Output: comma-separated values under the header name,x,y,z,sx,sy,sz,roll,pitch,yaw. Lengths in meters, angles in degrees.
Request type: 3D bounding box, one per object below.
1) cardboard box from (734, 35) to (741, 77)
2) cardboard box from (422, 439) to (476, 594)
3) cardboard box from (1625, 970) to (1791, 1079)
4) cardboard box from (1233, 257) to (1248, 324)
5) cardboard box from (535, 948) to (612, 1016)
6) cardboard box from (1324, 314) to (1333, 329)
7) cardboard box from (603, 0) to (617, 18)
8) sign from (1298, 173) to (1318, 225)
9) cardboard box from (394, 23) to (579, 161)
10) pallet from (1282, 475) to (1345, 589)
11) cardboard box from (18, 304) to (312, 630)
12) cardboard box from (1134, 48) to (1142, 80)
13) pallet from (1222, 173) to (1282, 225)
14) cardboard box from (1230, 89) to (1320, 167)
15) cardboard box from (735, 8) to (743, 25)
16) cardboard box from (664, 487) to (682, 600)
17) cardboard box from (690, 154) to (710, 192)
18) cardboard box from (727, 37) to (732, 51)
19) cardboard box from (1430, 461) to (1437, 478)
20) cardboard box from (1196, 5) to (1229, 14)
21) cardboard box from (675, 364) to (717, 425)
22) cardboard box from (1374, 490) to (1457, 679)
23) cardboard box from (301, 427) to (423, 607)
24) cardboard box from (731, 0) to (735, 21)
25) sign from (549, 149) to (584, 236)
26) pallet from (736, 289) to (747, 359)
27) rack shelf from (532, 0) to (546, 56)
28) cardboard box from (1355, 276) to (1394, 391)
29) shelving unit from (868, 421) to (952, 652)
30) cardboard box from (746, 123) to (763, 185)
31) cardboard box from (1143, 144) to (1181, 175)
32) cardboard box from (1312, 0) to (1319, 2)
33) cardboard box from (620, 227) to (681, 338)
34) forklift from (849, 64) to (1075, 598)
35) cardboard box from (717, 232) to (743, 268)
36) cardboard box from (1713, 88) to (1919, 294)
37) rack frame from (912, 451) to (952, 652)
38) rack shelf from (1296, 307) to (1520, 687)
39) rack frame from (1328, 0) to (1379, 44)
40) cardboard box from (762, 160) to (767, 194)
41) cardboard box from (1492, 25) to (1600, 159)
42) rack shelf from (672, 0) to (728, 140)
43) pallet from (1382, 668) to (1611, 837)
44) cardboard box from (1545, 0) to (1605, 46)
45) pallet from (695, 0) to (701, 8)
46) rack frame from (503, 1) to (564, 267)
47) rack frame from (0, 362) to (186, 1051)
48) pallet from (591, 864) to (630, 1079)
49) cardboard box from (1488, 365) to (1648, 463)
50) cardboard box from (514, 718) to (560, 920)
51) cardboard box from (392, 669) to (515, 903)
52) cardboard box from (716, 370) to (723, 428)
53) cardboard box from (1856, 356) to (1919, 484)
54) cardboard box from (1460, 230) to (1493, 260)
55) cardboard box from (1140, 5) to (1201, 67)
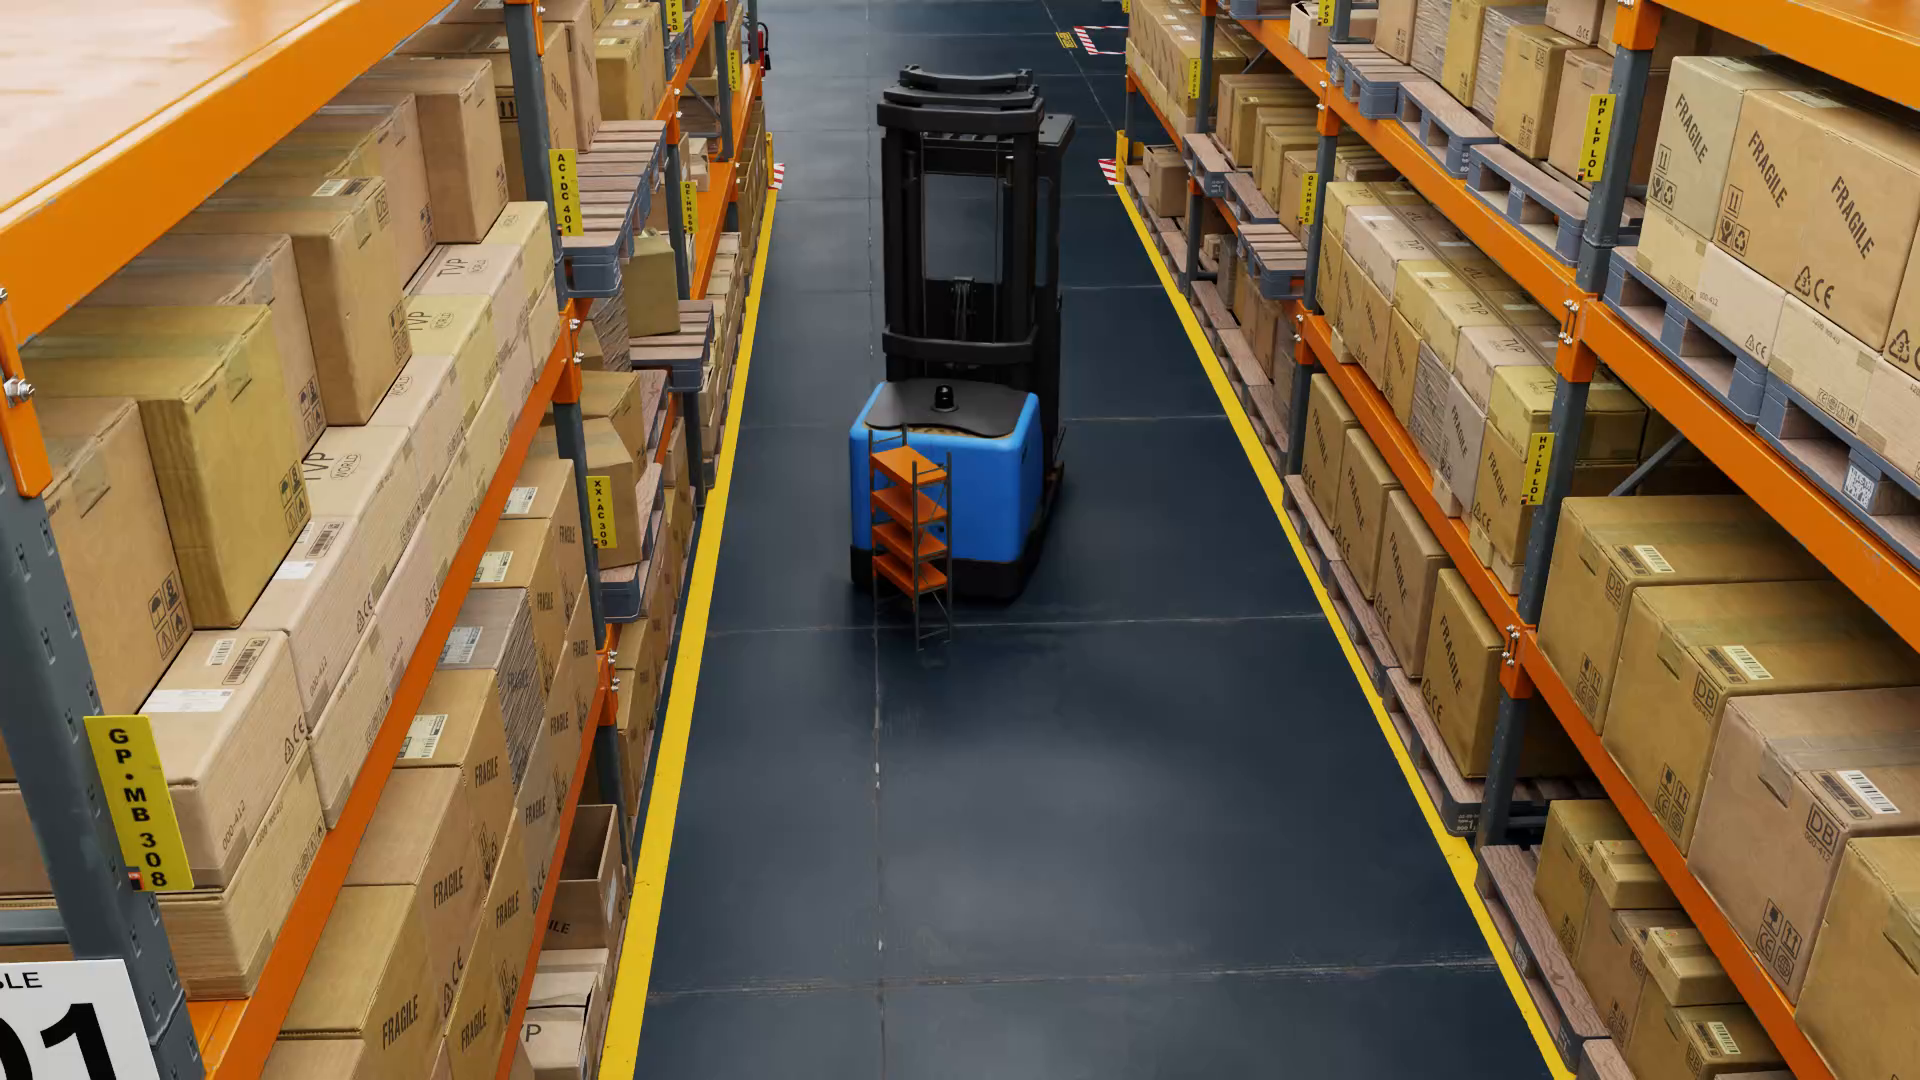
name,x,y,z,sx,sy,sz,roll,pitch,yaw
cardboard box,-2.589,-4.839,16.676,0.700,0.500,0.500,-1,28,-1
cardboard box,-1.643,-0.063,4.546,0.500,0.250,0.500,-1,28,-3
cardboard box,2.925,1.907,6.099,0.700,0.500,0.500,-1,28,-1
cardboard box,2.655,-2.037,13.638,0.700,0.500,0.500,-2,28,-4
cardboard box,-1.613,1.786,6.689,0.380,0.149,0.250,-1,28,-3
cardboard box,2.518,-1.419,10.478,0.380,0.149,0.250,-2,28,-3
cardboard box,-2.198,-3.174,9.159,0.500,0.500,0.500,-1,28,-3
sign,2.190,-2.140,10.444,0.100,0.325,0.005,-1,28,-3
cardboard box,-2.016,-1.858,7.155,0.600,0.600,0.600,-2,28,-3
pallet,2.698,-0.077,10.670,1.003,0.211,1.213,-1,28,-3
cardboard box,-1.782,-0.151,3.363,0.700,0.500,0.500,-1,28,-3
cardboard box,2.064,-4.844,16.934,0.500,0.250,0.500,-2,28,-4
pallet,2.588,-2.508,12.522,1.003,0.211,1.213,-1,28,-3
cardboard box,2.538,-3.272,13.196,0.700,0.500,0.500,1,28,3
cardboard box,-2.407,-5.292,16.843,0.380,0.149,0.250,-1,28,-1
cardboard box,-1.905,0.020,9.695,0.500,0.500,0.500,-2,28,-5
cardboard box,-2.194,-2.944,13.297,0.396,0.266,0.258,-2,28,-4
cardboard box,-2.329,-4.581,15.481,0.380,0.149,0.250,-2,28,-3
cardboard box,2.616,-0.351,8.429,0.380,0.149,0.250,-1,28,-3
cardboard box,2.599,-4.965,16.355,0.500,0.500,0.500,-2,28,-4
cardboard box,-1.949,-1.023,11.380,0.500,0.311,0.500,0,28,-1
cardboard box,2.728,0.227,8.941,0.750,0.750,0.750,-1,28,-1
cardboard box,-1.616,-0.054,3.988,0.500,0.250,0.500,-1,28,-3
cardboard box,-2.585,-5.389,16.328,0.700,0.500,0.500,-2,28,-4
sign,-1.464,-1.287,6.171,0.100,0.325,0.005,-1,28,-3
pallet,-2.346,-1.830,14.030,1.003,0.211,1.213,-1,28,-3
rack shelf,-2.110,-2.798,7.594,1.077,0.370,4.000,-1,28,-3
cardboard box,2.545,-1.163,9.284,0.500,0.500,0.500,-2,28,-3
shelving unit,-0.281,-0.016,9.484,0.258,1.200,0.503,-16,32,-28
cardboard box,-2.240,-3.850,16.597,0.500,0.500,0.500,-1,28,-3
cardboard box,2.260,-4.055,17.713,0.500,0.311,0.500,-4,28,-8
cardboard box,2.757,-3.665,11.156,0.797,0.503,0.637,2,28,5
cardboard box,-2.069,-1.501,9.821,0.700,0.500,0.500,-11,29,-20
forklift,0.112,-1.613,10.673,1.130,2.935,3.031,5,28,9
cardboard box,-2.116,-2.441,14.099,0.500,0.311,0.500,-1,28,-3
cardboard box,2.731,-1.086,5.133,0.500,0.500,0.500,-2,28,-4
rack frame,-0.153,0.080,9.300,0.240,1.200,0.015,-16,32,-28
rack shelf,2.836,-0.437,9.122,1.077,0.370,4.000,-1,28,-3
rack frame,2.732,-4.339,9.339,1.000,3.000,0.127,-1,28,-3
cardboard box,-2.271,-3.749,17.213,0.500,0.250,0.500,-1,28,-3
cardboard box,2.911,-2.066,7.640,0.700,0.500,0.500,-2,28,-4
rack shelf,-2.319,-3.493,11.737,1.077,0.370,4.000,-1,28,-3
pallet,2.825,1.050,8.509,1.003,0.211,1.213,-1,28,-3
cardboard box,2.982,-2.398,7.466,0.500,0.250,0.500,-2,28,-4
pallet,-2.365,-4.244,12.606,0.805,0.209,1.217,-2,28,-5
rack frame,-2.006,-2.371,5.565,1.000,3.000,0.127,-1,28,-3
rack frame,-1.797,-0.524,2.023,1.000,3.000,0.127,-1,28,-3
pallet,-1.971,1.843,6.989,1.003,0.211,1.213,-1,28,-3
cardboard box,2.661,-0.559,7.316,0.500,0.250,0.500,-1,28,-1
cardboard box,-1.666,0.945,5.587,0.500,0.500,0.500,-1,28,-1
cardboard box,-1.640,0.730,4.917,0.500,0.500,0.500,-2,28,-3
cardboard box,-1.976,-1.006,11.955,0.500,0.250,0.500,-2,28,-4
cardboard box,2.786,-0.291,4.421,0.500,0.250,0.500,-2,28,-4
cardboard box,3.062,-1.518,9.154,0.500,0.250,0.500,-2,28,-4
cardboard box,2.076,-4.954,16.334,0.500,0.500,0.500,-2,28,-4
